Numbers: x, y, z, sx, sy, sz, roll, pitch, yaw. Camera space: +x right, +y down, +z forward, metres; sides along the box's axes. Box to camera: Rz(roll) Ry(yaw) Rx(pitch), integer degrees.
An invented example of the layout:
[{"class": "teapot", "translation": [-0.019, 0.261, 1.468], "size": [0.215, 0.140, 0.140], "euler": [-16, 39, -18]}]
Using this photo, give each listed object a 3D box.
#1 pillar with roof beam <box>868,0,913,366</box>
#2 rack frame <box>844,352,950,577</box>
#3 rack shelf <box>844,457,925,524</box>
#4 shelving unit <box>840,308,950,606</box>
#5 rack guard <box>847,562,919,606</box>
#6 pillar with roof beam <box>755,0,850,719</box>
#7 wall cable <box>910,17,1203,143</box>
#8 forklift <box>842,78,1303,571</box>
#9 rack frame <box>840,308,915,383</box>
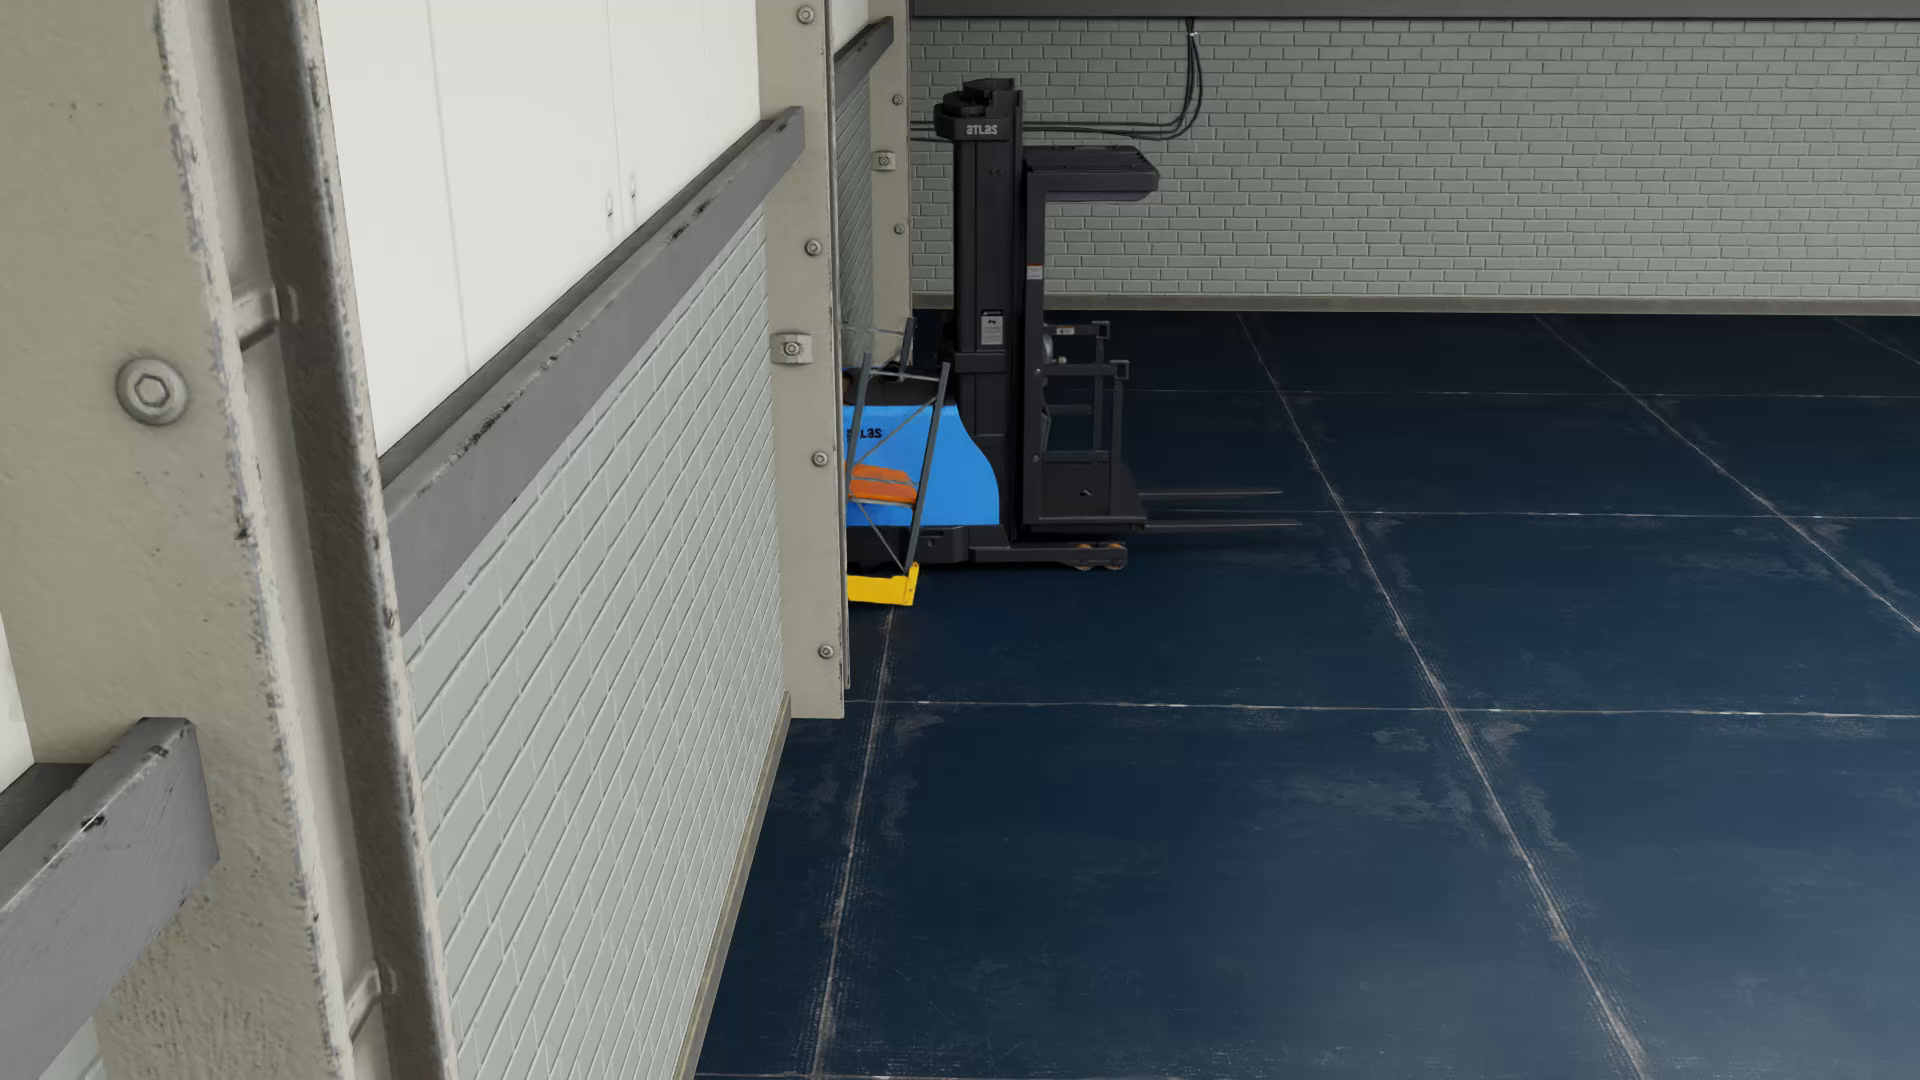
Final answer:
[{"class": "pillar with roof beam", "translation": [3.730, -5.463, 12.670], "size": [9.100, 9.000, 0.400], "euler": [1, 21, 2]}, {"class": "rack frame", "translation": [-0.436, -0.339, 9.680], "size": [0.500, 1.500, 0.032], "euler": [5, 20, -16]}, {"class": "rack shelf", "translation": [-0.582, -0.361, 10.198], "size": [0.538, 0.185, 1.000], "euler": [5, 20, -16]}, {"class": "shelving unit", "translation": [-0.547, -0.524, 10.130], "size": [0.587, 1.500, 1.083], "euler": [5, 20, -16]}, {"class": "rack guard", "translation": [-0.551, 0.238, 9.890], "size": [0.587, 0.250, 0.087], "euler": [5, 20, -16]}, {"class": "pillar with roof beam", "translation": [3.548, -3.294, 7.079], "size": [9.100, 9.000, 0.400], "euler": [1, 21, 2]}, {"class": "wall cable", "translation": [0.839, -5.114, 16.061], "size": [3.097, 2.526, 0.112], "euler": [1, 21, 2]}, {"class": "forklift", "translation": [0.680, -1.363, 10.490], "size": [3.031, 2.935, 1.130], "euler": [-1, 21, -2]}, {"class": "rack frame", "translation": [-0.662, -0.716, 10.597], "size": [0.500, 1.500, 0.032], "euler": [5, 20, -16]}]
